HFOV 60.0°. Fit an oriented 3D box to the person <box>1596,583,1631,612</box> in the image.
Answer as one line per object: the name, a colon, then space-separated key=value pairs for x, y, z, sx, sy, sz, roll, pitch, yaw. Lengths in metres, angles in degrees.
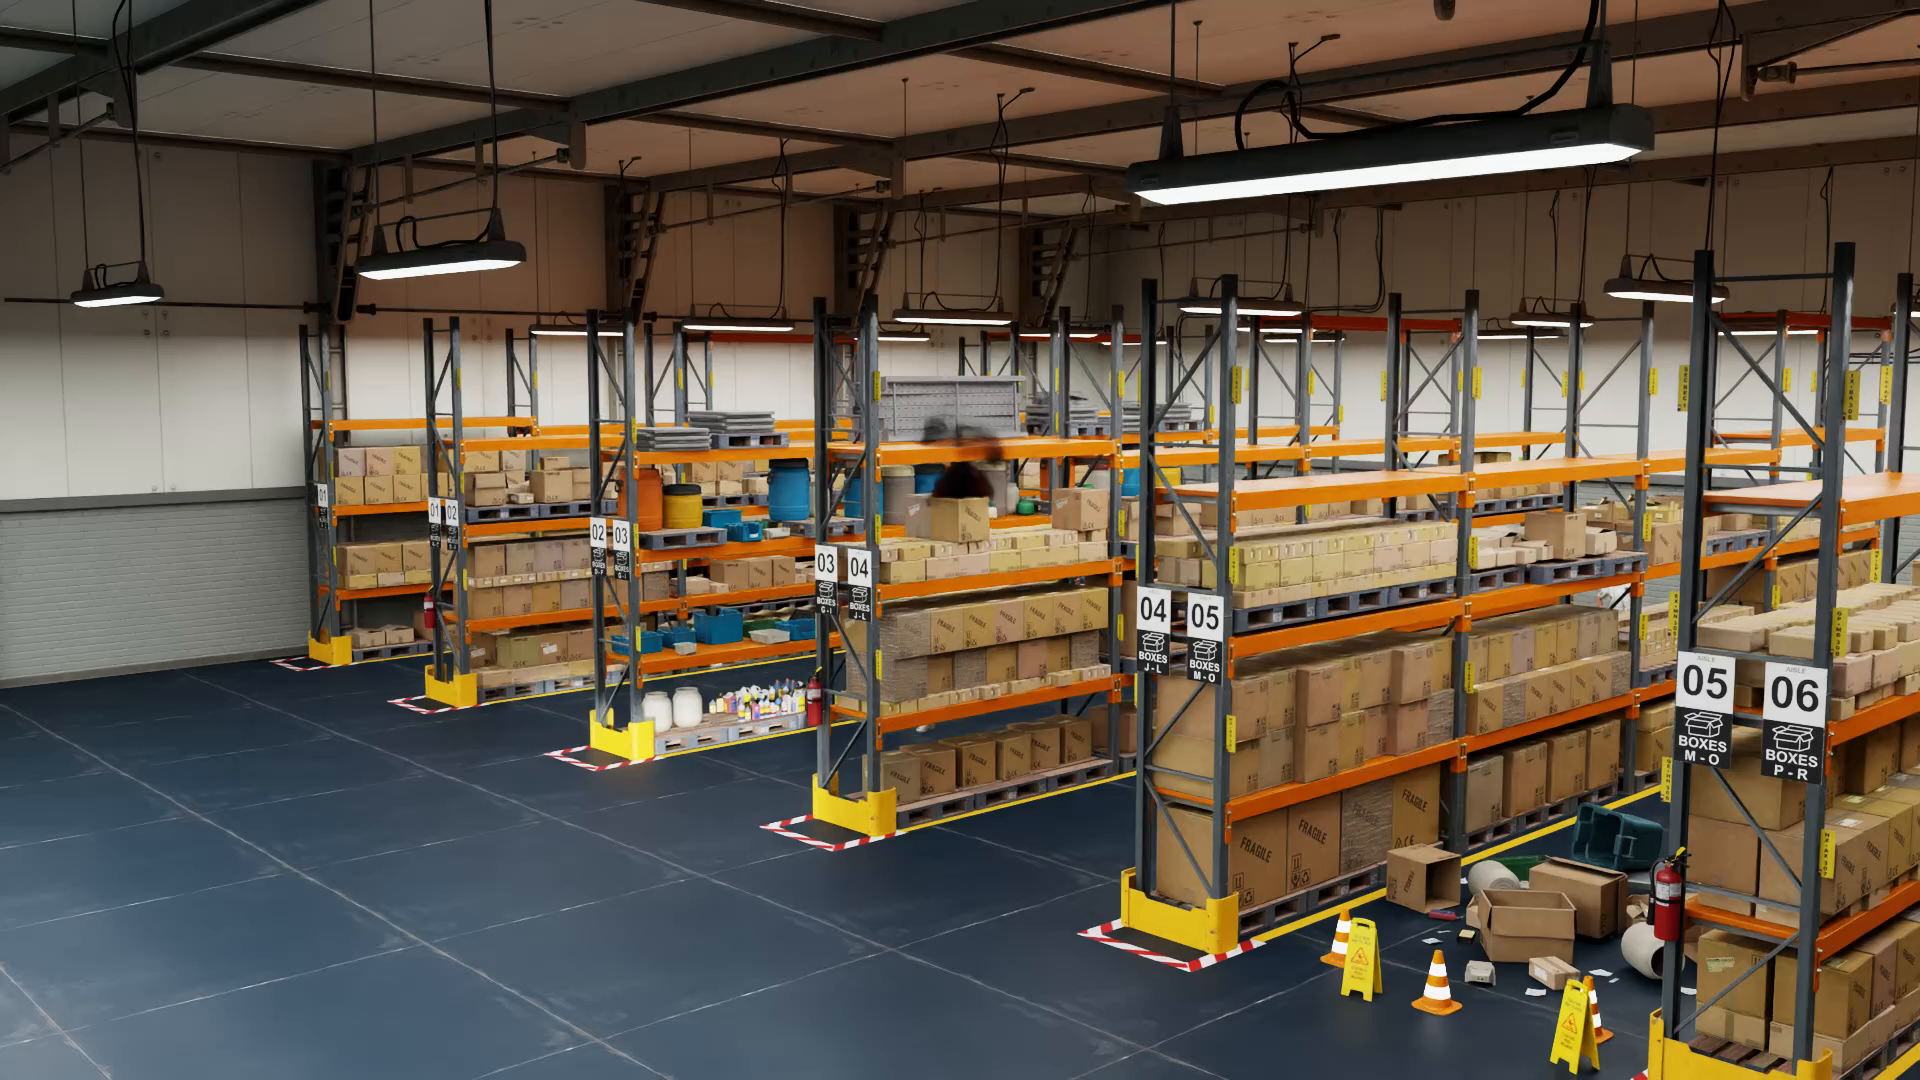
person: x=11.569 y=1.354 z=29.093 sx=0.734 sy=1.742 sz=0.977 roll=0 pitch=6 yaw=4

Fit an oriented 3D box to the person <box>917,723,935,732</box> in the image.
person: x=-0.465 y=1.808 z=22.733 sx=0.631 sy=1.629 sz=0.551 roll=3 pitch=7 yaw=31
